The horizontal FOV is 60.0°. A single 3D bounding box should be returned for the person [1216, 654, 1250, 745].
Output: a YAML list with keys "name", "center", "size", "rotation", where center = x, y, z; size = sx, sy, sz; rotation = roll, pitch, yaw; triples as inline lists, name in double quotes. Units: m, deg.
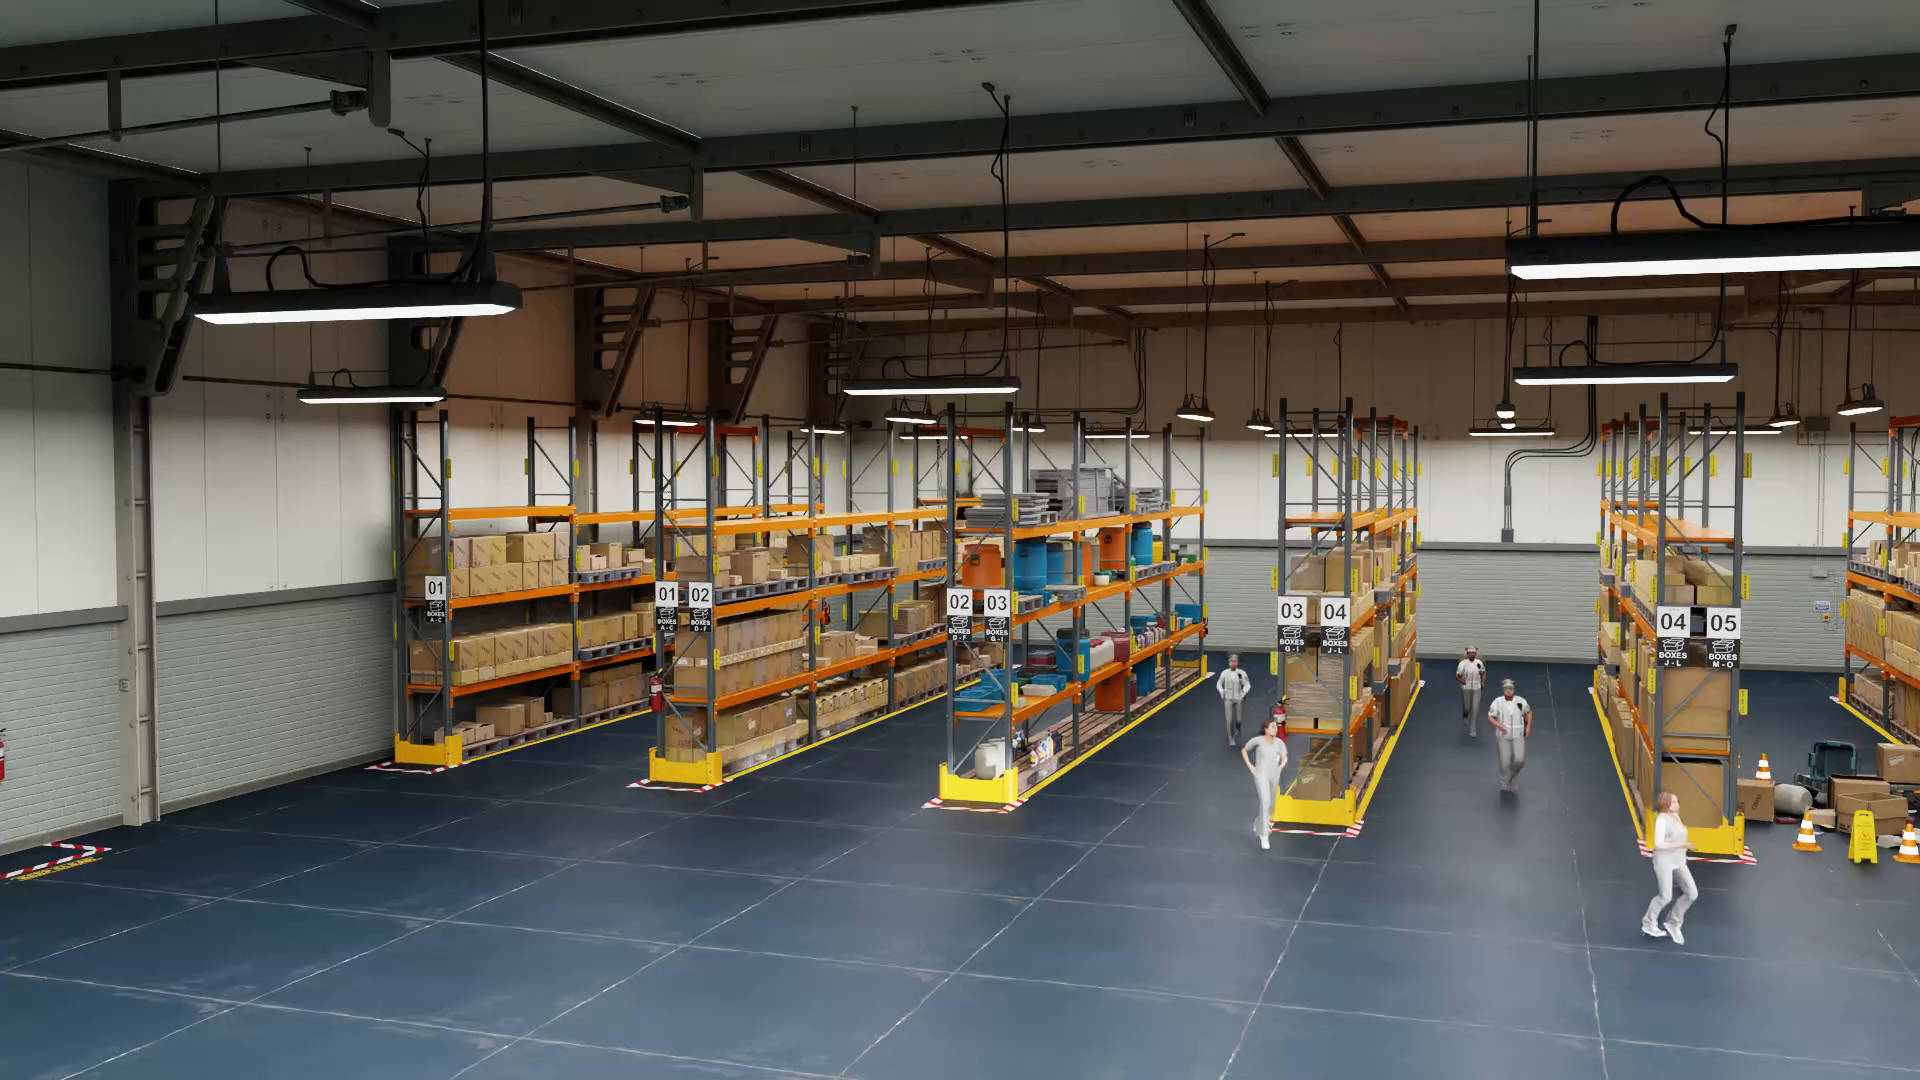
- name: "person"
  center: [4.956, 2.881, 30.176]
  size: [0.614, 1.647, 0.580]
  rotation: [0, 2, 10]

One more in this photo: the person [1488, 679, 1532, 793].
- name: "person"
  center: [8.500, 3.025, 25.681]
  size: [0.665, 1.759, 0.629]
  rotation: [1, 3, 12]

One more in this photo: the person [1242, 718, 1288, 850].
- name: "person"
  center: [4.102, 3.226, 22.229]
  size: [0.568, 1.696, 0.751]
  rotation: [-1, 3, -16]

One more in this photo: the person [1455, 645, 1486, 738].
- name: "person"
  center: [9.627, 2.818, 31.317]
  size: [0.579, 1.686, 0.849]
  rotation: [0, 2, 10]

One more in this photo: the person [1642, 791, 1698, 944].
- name: "person"
  center: [7.503, 3.453, 17.518]
  size: [0.514, 1.614, 0.635]
  rotation: [-2, 3, -34]
